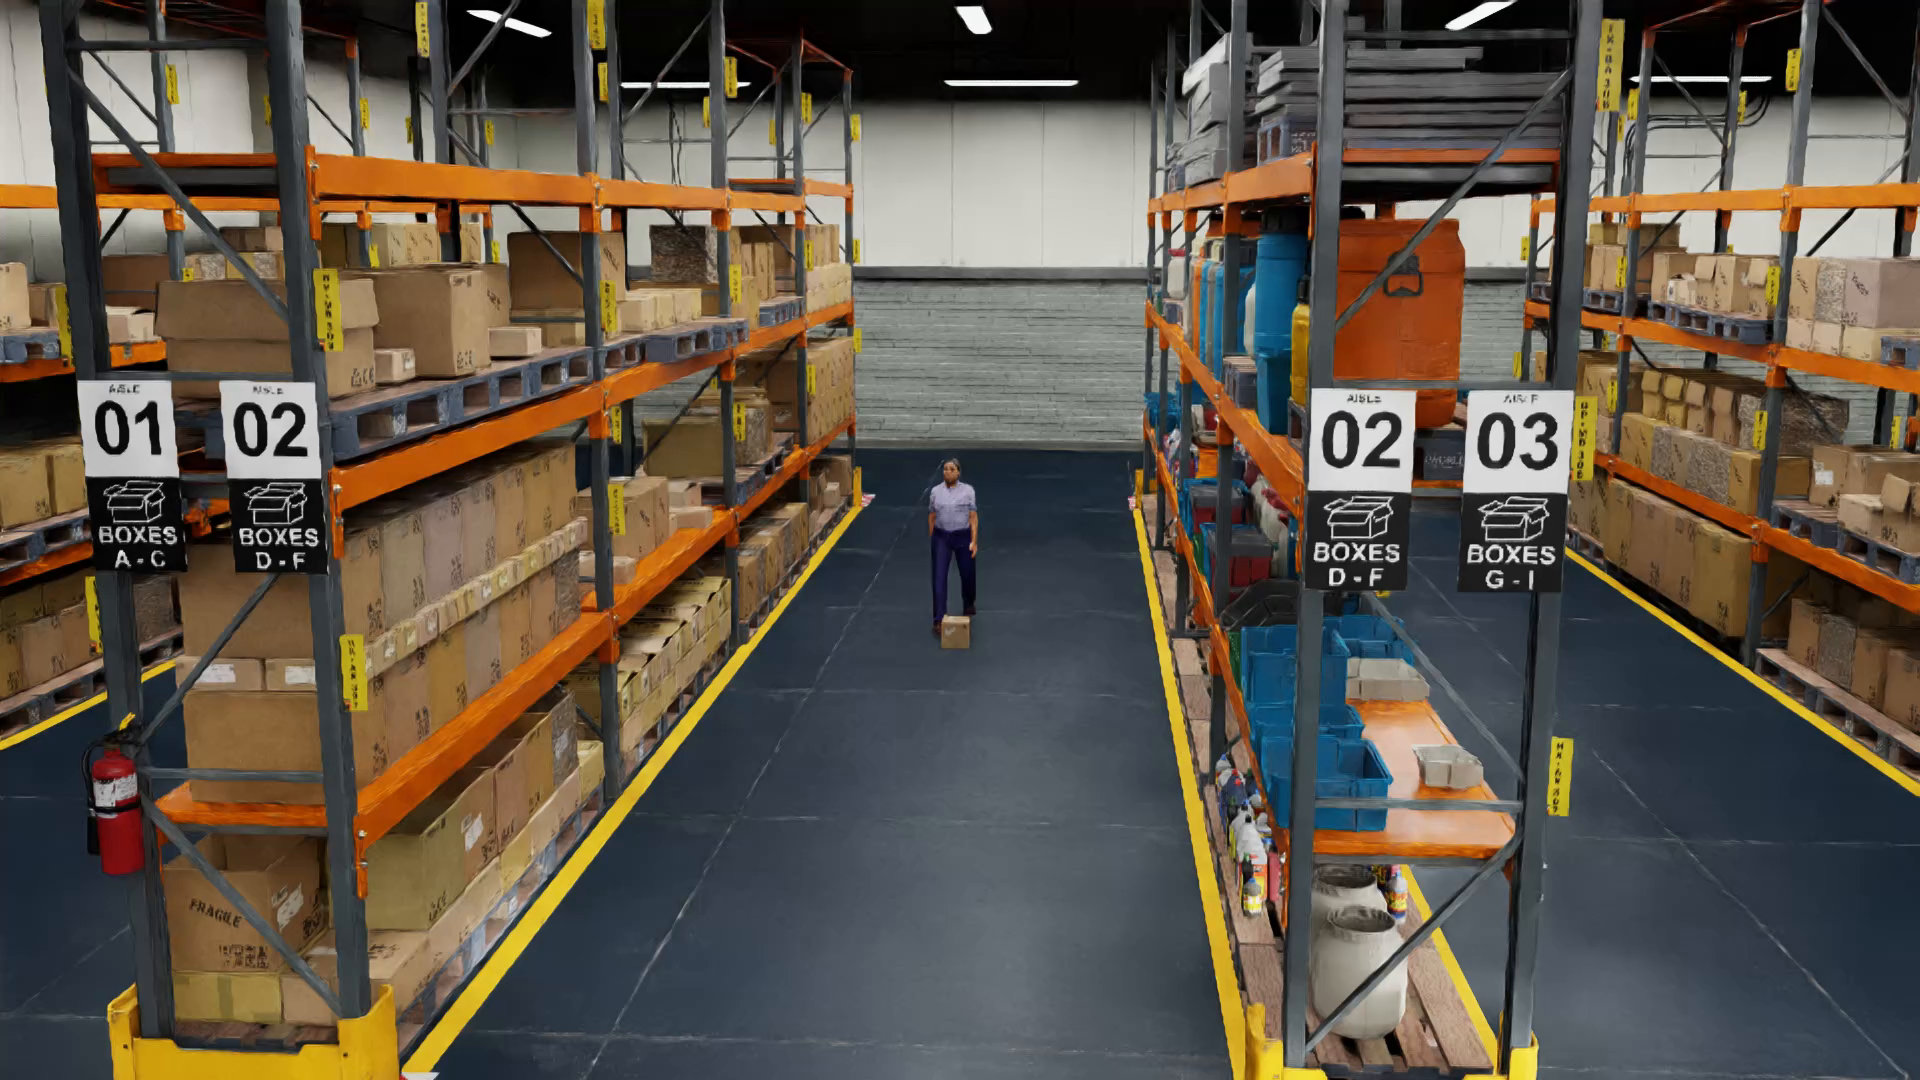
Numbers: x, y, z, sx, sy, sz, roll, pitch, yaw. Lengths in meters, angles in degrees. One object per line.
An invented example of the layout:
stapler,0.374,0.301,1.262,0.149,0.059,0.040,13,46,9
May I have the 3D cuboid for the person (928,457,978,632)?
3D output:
person,-0.069,0.029,15.797,0.476,1.613,0.834,0,11,1
